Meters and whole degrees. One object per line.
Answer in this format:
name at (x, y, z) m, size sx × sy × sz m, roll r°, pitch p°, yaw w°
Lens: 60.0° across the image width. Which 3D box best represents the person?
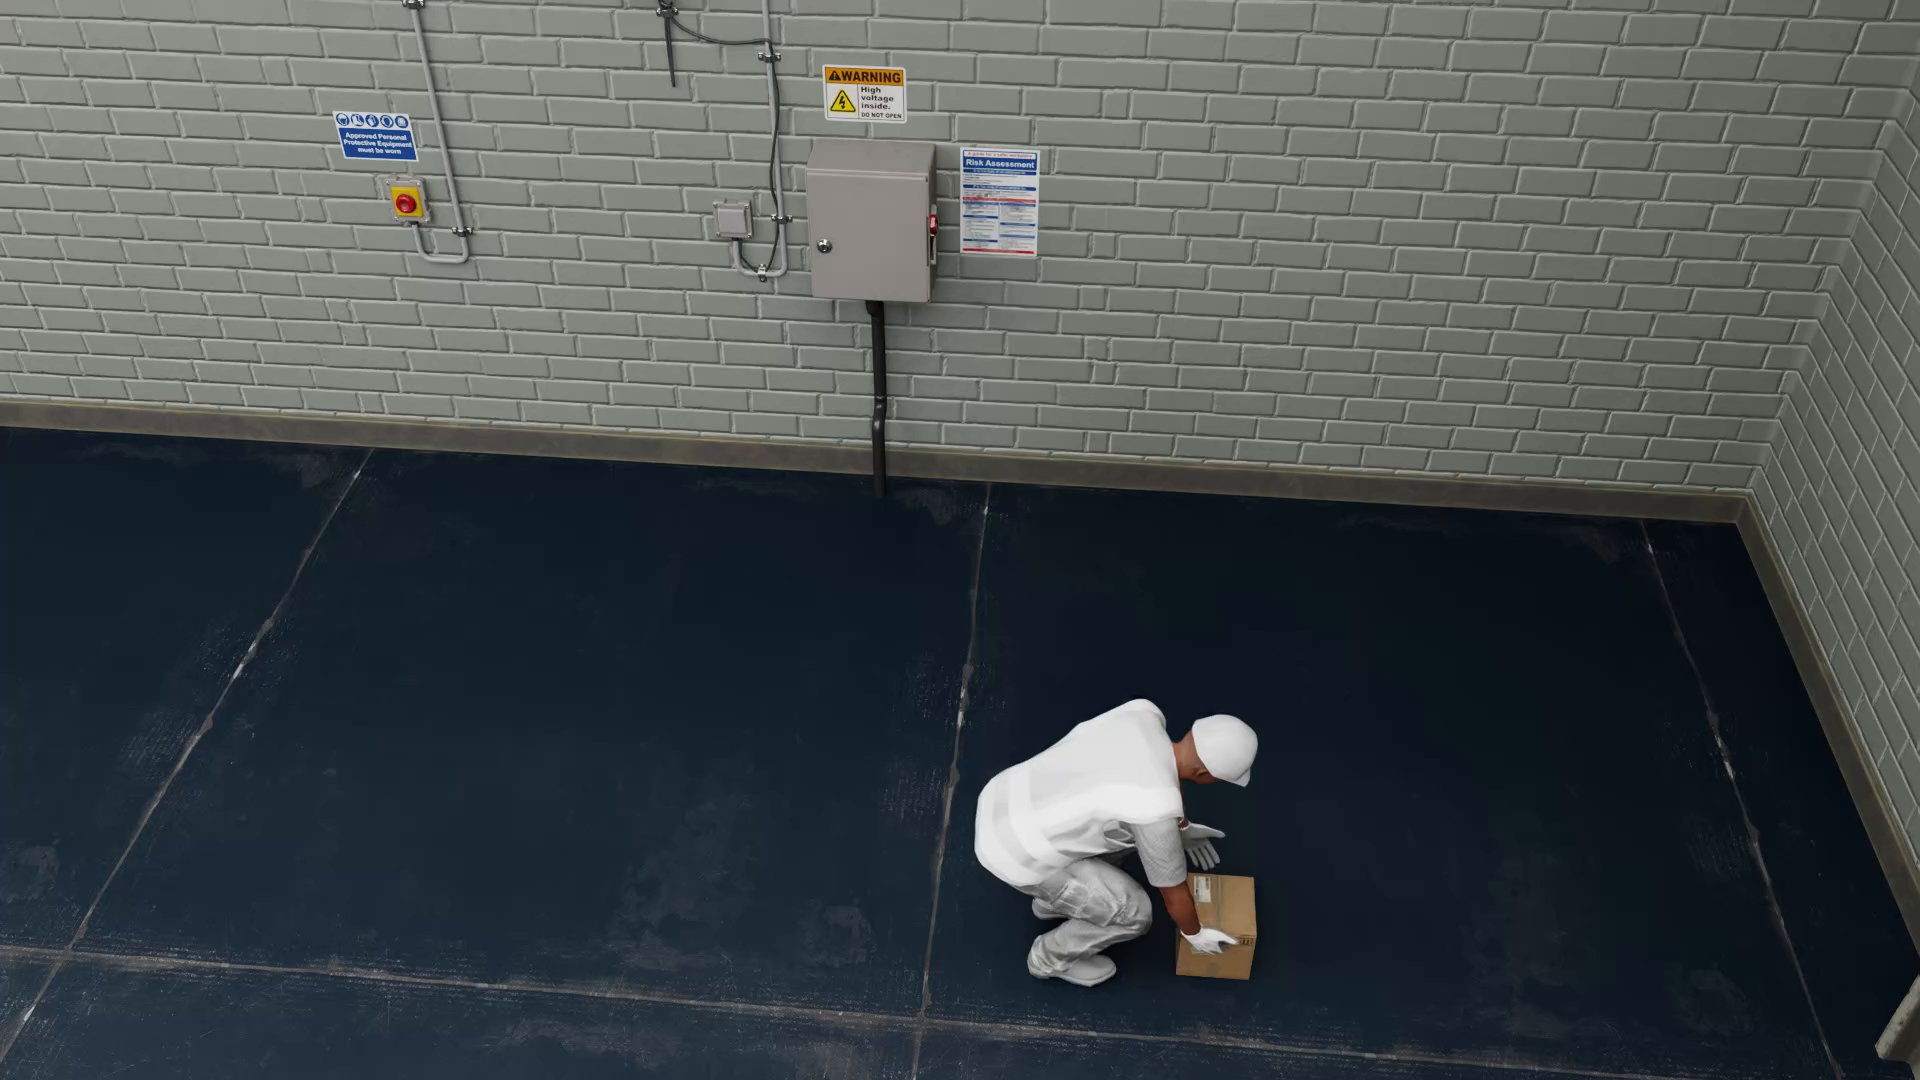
person at (0.498, 0.974, 5.536) m, size 0.890 × 1.061 × 0.585 m, roll 3°, pitch 40°, yaw 4°
